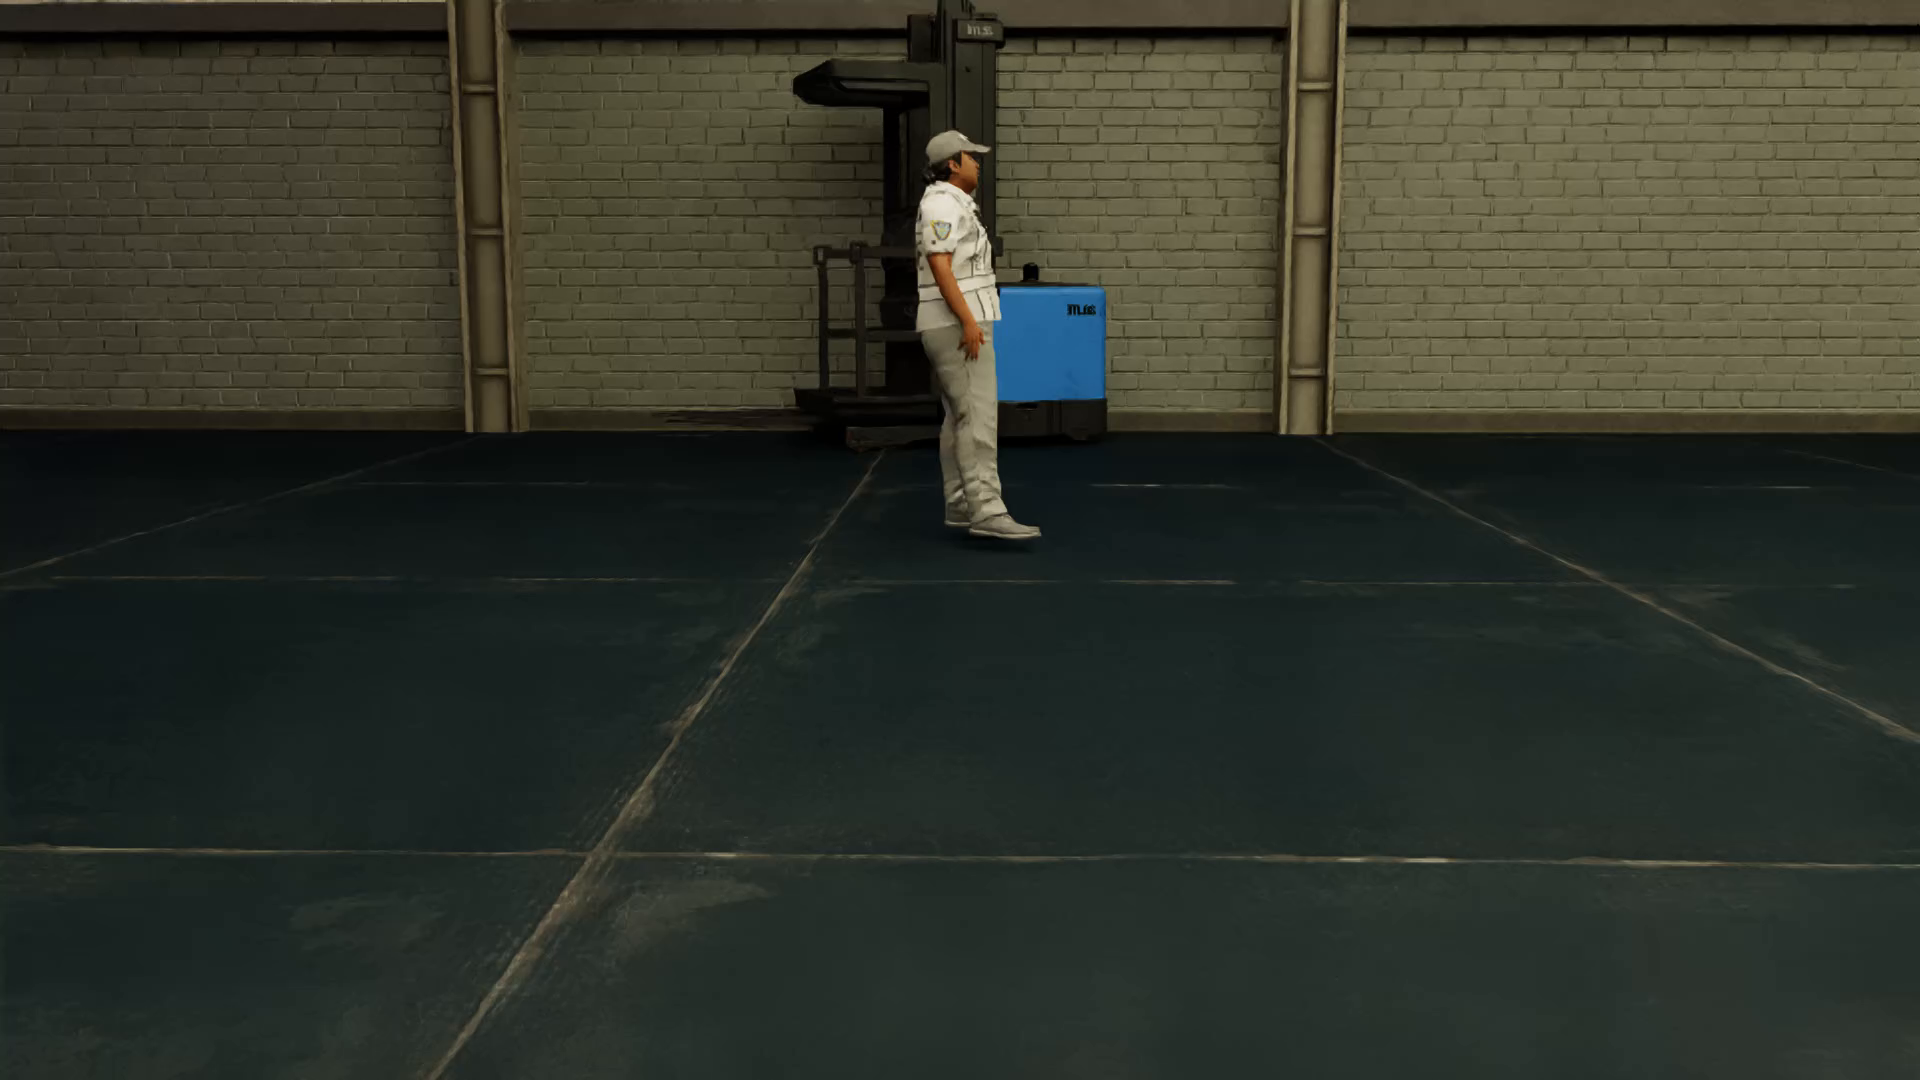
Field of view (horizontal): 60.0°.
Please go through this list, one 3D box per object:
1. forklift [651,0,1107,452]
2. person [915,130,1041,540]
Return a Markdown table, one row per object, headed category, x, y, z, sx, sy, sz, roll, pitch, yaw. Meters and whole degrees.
| category | x | y | z | sx | sy | sz | roll | pitch | yaw |
| --- | --- | --- | --- | --- | --- | --- | --- | --- | --- |
| forklift | -0.558 | -2.117 | 11.286 | 3.031 | 2.935 | 1.130 | -3 | 9 | -18 |
| person | 0.076 | -0.866 | 6.970 | 0.529 | 1.669 | 0.598 | 0 | 9 | 1 |
